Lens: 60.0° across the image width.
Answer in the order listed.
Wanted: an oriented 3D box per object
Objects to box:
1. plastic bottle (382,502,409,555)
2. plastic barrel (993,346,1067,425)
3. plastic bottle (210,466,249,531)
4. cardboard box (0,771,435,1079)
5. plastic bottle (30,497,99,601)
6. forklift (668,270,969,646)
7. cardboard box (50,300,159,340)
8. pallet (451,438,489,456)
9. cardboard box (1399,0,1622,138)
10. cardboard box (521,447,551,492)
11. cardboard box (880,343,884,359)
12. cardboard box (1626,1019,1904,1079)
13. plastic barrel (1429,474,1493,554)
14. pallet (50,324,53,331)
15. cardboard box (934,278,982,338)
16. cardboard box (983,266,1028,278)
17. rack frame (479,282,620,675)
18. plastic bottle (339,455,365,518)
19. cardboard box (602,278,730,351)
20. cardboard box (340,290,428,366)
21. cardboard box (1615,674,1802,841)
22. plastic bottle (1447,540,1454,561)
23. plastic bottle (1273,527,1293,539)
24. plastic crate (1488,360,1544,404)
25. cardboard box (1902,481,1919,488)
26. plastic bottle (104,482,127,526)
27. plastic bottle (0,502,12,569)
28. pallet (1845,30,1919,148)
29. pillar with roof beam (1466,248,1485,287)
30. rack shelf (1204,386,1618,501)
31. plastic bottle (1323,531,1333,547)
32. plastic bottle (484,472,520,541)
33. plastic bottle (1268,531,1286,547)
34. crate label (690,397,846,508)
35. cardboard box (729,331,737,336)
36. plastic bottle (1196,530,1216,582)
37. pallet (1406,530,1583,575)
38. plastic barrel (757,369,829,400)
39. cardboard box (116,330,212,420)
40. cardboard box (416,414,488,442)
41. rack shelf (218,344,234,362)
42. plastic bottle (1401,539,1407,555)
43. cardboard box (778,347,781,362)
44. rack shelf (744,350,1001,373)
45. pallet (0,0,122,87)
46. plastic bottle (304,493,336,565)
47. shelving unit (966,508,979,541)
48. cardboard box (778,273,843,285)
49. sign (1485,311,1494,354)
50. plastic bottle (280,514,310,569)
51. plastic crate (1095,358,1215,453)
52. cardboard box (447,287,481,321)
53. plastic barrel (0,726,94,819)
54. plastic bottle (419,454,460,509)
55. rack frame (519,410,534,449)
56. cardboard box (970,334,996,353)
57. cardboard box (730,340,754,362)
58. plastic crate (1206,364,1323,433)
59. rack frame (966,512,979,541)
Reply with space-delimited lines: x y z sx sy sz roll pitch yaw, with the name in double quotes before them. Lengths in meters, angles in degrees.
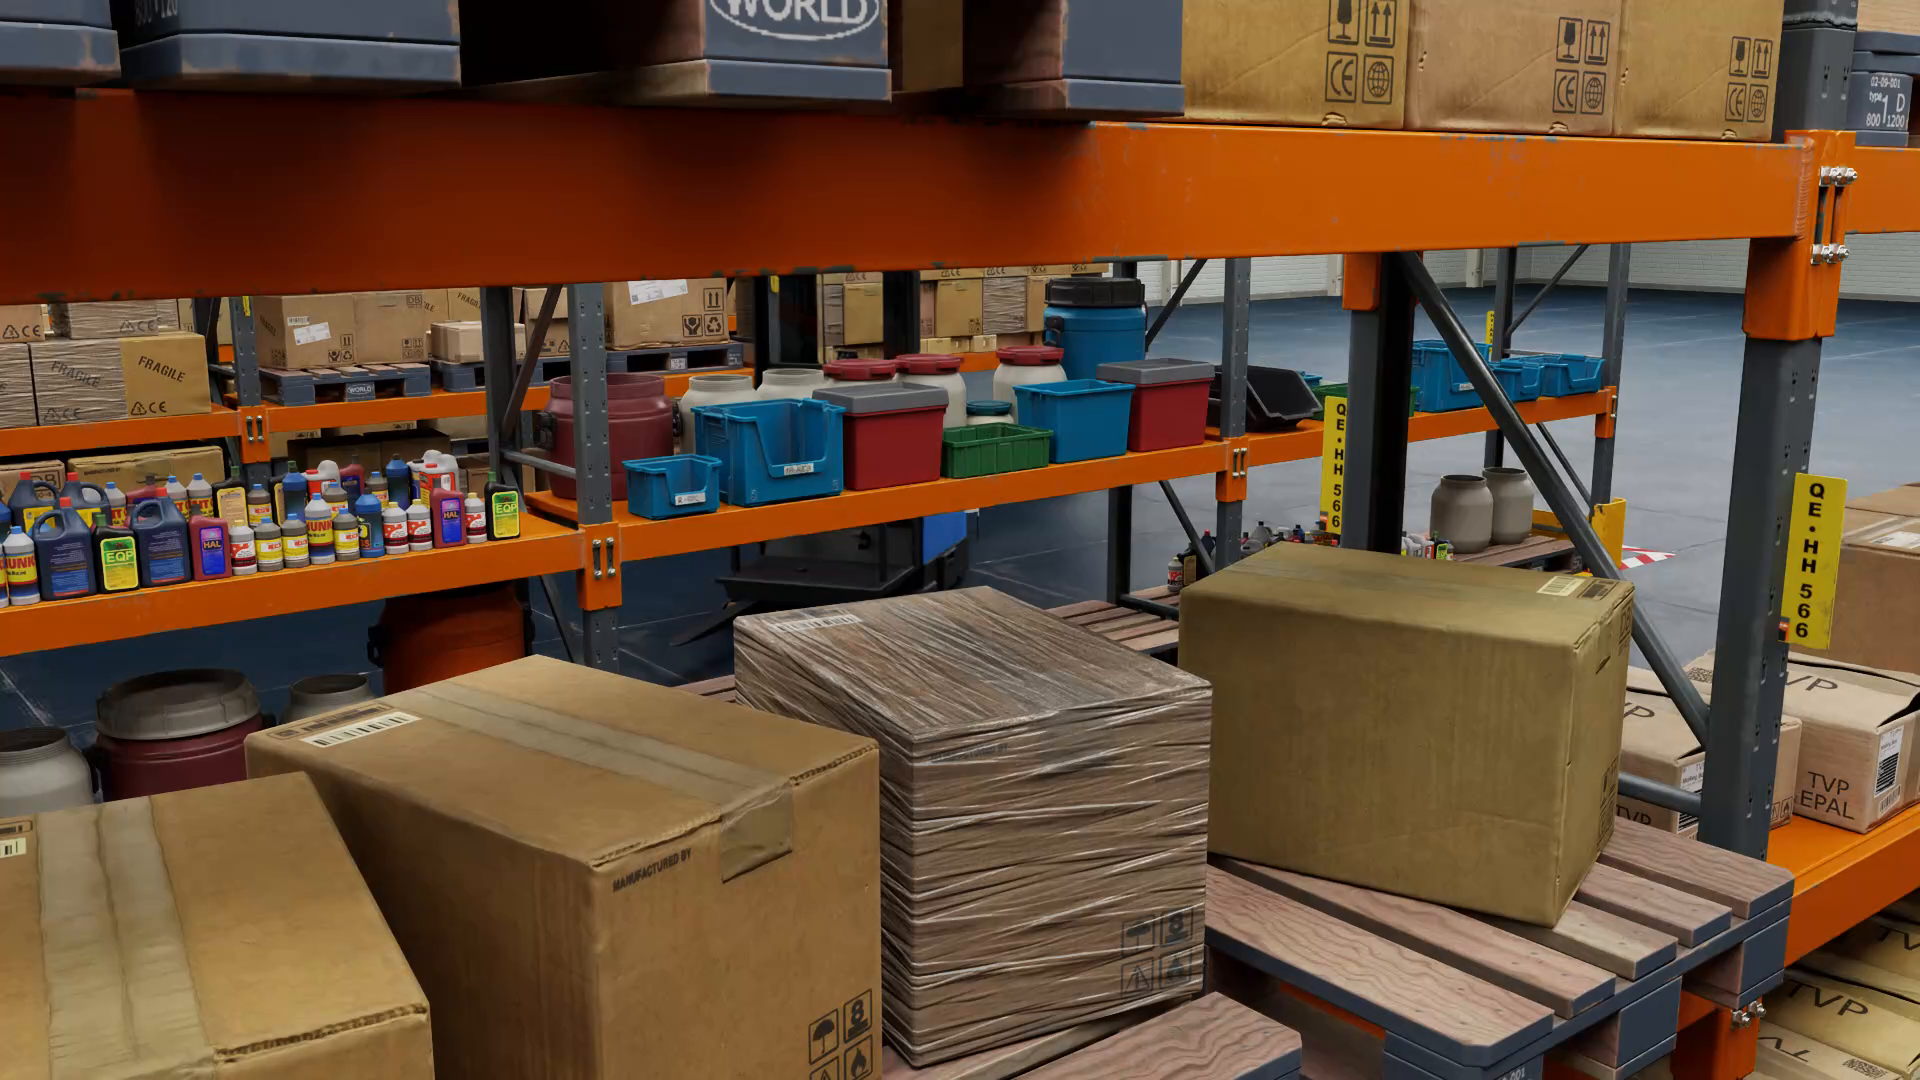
"plastic bottle" -2.250 -0.049 6.617 0.097 0.201 0.097 0 12 0
"plastic barrel" 0.397 -0.820 9.440 0.433 0.535 0.433 0 12 0
"plastic bottle" -3.057 -0.162 6.950 0.133 0.283 0.061 -9 15 -38
"cardboard box" -0.867 0.621 1.730 0.500 0.500 0.700 -7 14 -29
"plastic bottle" -3.183 0.027 5.900 0.185 0.351 0.144 -9 15 -38
"forklift" -0.864 -0.910 10.359 1.130 2.935 3.031 4 13 17
"cardboard box" -5.518 -1.573 10.661 0.637 0.503 0.797 -9 15 -36
"pallet" -5.388 -0.986 17.265 1.213 0.211 1.003 -9 15 -38
"cardboard box" 0.531 -0.907 2.715 0.500 0.500 0.910 -9 15 -38
"cardboard box" -3.127 -0.430 12.890 0.500 0.500 0.700 -11 16 -42
"cardboard box" -0.666 -1.628 14.180 0.250 0.149 0.380 -9 15 -38
"cardboard box" 1.841 1.326 3.920 0.500 0.311 0.500 -9 15 -36
"plastic barrel" 3.547 -0.186 11.763 0.421 0.512 0.421 0 12 0
"pallet" -8.446 -1.740 14.563 1.003 0.211 1.213 -9 15 -38
"cardboard box" -0.267 -2.086 14.776 0.500 0.500 0.875 -9 15 -38
"cardboard box" 0.256 -2.606 14.815 0.500 0.500 0.500 -9 15 -38
"rack frame" -1.843 -0.323 7.427 0.127 3.000 1.000 -9 15 -38
"plastic bottle" -2.668 -0.227 7.255 0.133 0.283 0.061 -9 15 -38
"cardboard box" -2.521 -2.063 13.170 1.000 1.000 1.000 -9 15 -37
"cardboard box" -4.167 -1.546 11.934 0.500 0.500 0.700 -7 14 -29
"cardboard box" 1.560 0.485 3.839 0.500 0.311 0.500 -8 15 -34
"plastic bottle" 3.244 0.102 11.103 0.097 0.201 0.097 0 12 0
"plastic bottle" 2.135 0.058 11.133 0.135 0.276 0.152 -9 15 -37
"plastic crate" 3.690 -1.091 11.404 0.408 0.251 0.499 -9 15 -38
"cardboard box" 3.351 0.079 5.296 0.500 0.500 0.500 -8 14 -34
"plastic bottle" -3.392 -0.095 6.667 0.097 0.271 0.097 0 12 0
"plastic bottle" -3.679 -0.032 6.366 0.097 0.271 0.097 0 12 0
"pallet" 1.723 -0.996 3.832 1.003 0.211 1.213 -9 15 -35
"pillar with roof beam" 17.024 -10.761 42.141 0.548 9.000 9.100 -9 15 -38
"rack shelf" 2.843 -0.749 11.168 4.000 0.370 1.077 -9 15 -38
"plastic bottle" 2.526 -0.012 11.474 0.097 0.271 0.097 0 12 0
"plastic bottle" -1.892 -0.144 6.866 0.133 0.283 0.061 -9 15 -38
"plastic bottle" 2.090 0.088 10.973 0.133 0.283 0.061 -9 15 -38
"crate label" -0.898 -0.425 7.823 0.616 0.435 0.502 -9 15 -38
"cardboard box" -2.883 -1.934 19.122 0.875 0.875 0.875 -10 15 -39
"plastic bottle" 1.604 0.109 10.714 0.185 0.351 0.144 -10 16 -39
"pallet" 3.737 0.125 12.030 1.213 0.211 1.003 -9 15 -38
"plastic barrel" -0.844 -0.600 8.464 0.421 0.512 0.421 0 12 0
"cardboard box" -5.167 -1.071 10.709 0.500 0.500 0.500 -9 15 -36
"cardboard box" -5.261 -1.472 17.246 0.750 0.750 1.050 -10 15 -38
"rack shelf" -6.395 -1.851 16.357 4.000 0.370 1.077 -9 15 -38
"plastic bottle" 2.795 0.098 10.765 0.185 0.351 0.144 -9 15 -35
"cardboard box" -1.457 -1.501 13.582 0.250 0.149 0.380 -9 15 -38
"rack shelf" -0.252 -1.553 14.951 4.000 0.370 1.077 -9 15 -38
"pallet" -1.321 -0.448 1.249 1.003 0.211 1.213 -9 15 -38
"plastic bottle" -2.478 -0.046 6.431 0.097 0.271 0.097 0 12 0
"shelving unit" -0.006 -0.439 13.030 0.210 0.900 0.258 -9 15 -38
"cardboard box" -1.303 -2.346 13.590 0.500 0.500 0.500 -9 15 -38
"sign" 4.064 -1.586 12.709 0.005 0.325 0.100 -9 15 -38
"plastic bottle" -2.554 0.001 6.379 0.097 0.201 0.097 0 12 0
"plastic crate" 1.094 -0.760 9.335 0.583 0.464 0.402 -9 15 -38
"cardboard box" -5.073 -2.400 16.971 0.500 0.500 0.500 -10 15 -38
"plastic barrel" -3.481 0.989 6.226 0.421 0.512 0.421 0 12 0
"plastic bottle" -2.287 -0.234 7.306 0.135 0.276 0.152 -9 15 -38
"rack frame" -4.833 -2.463 17.504 0.127 3.000 1.000 -9 15 -38
"cardboard box" 0.111 -1.759 14.796 0.250 0.149 0.380 -9 15 -38
"cardboard box" -1.829 -1.598 14.036 0.250 0.149 0.380 -9 15 -38
"plastic crate" 1.769 -0.859 10.100 0.504 0.338 0.767 -9 15 -38
"rack frame" 0.073 -0.452 13.092 0.006 0.900 0.240 -9 15 -38
